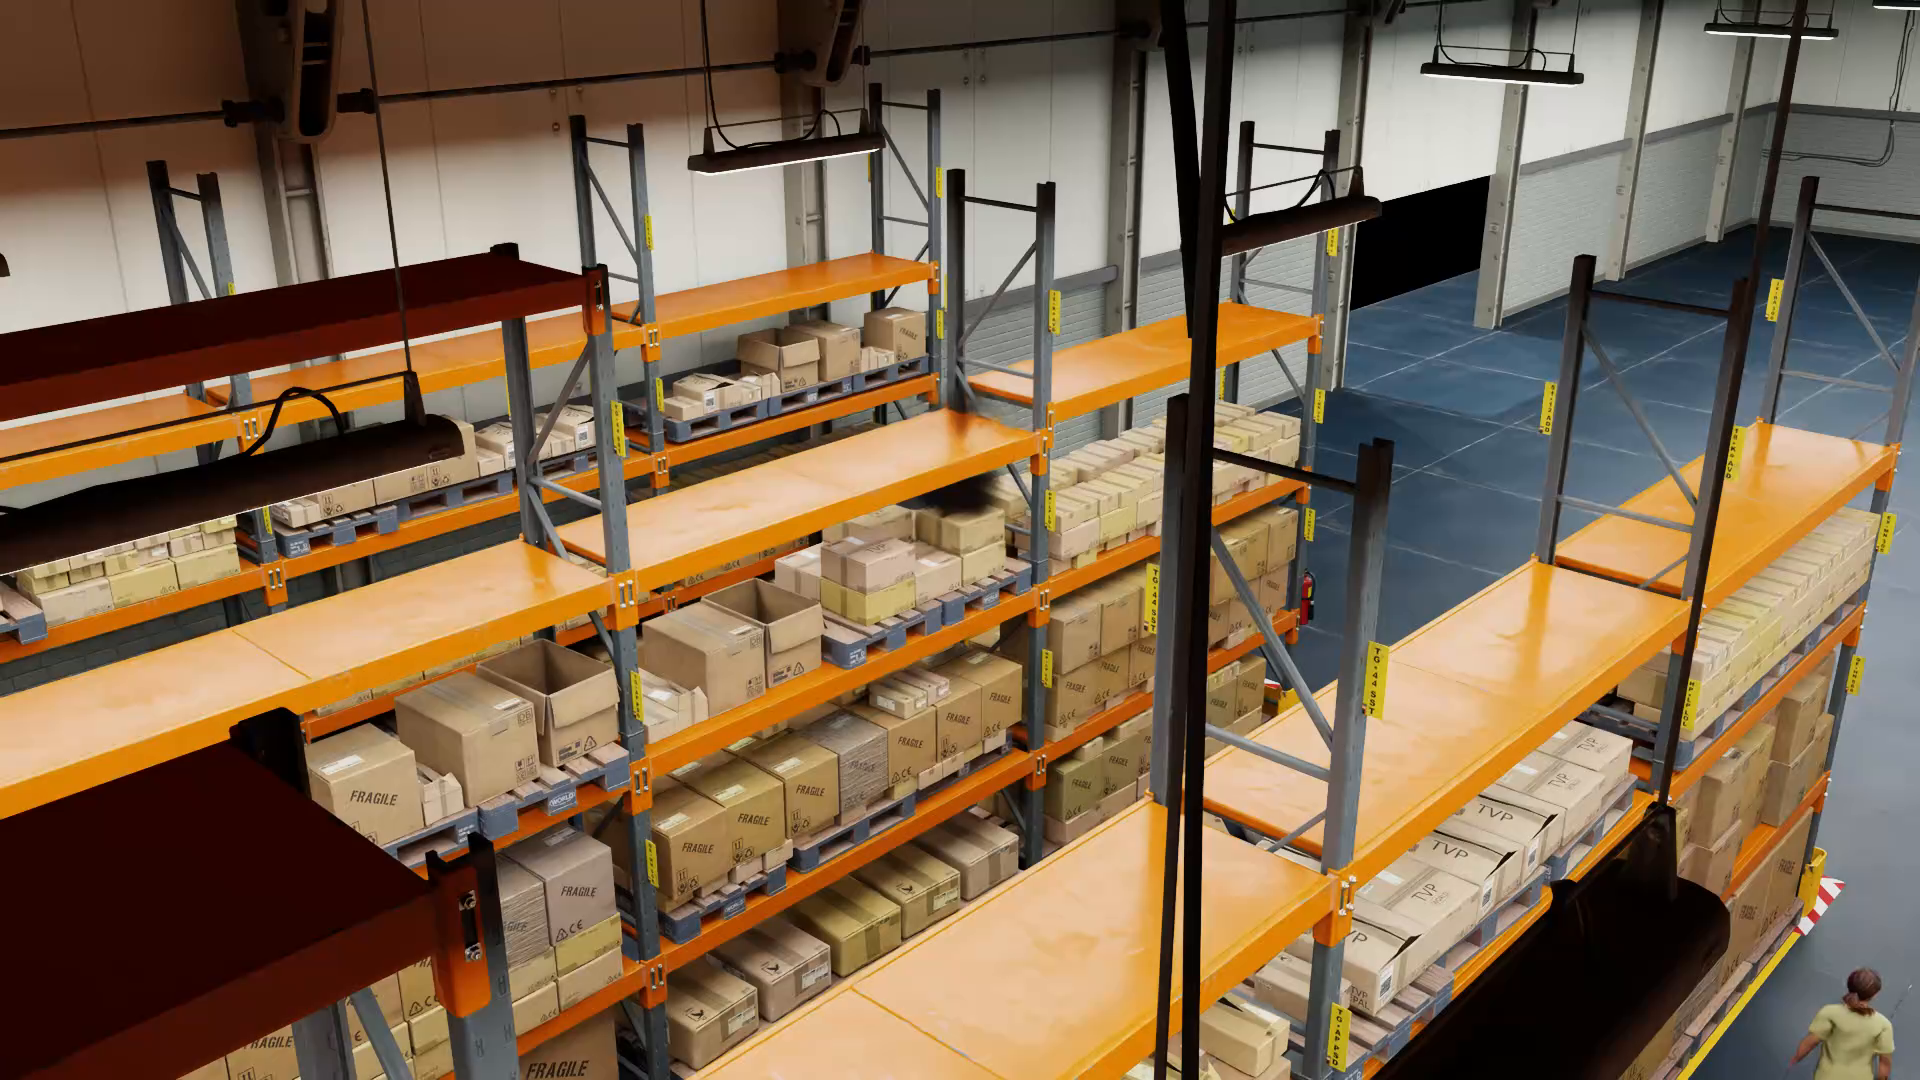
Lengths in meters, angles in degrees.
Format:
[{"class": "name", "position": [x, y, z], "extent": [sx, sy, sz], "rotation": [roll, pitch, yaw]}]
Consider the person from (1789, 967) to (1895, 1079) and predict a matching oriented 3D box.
[{"class": "person", "position": [5.642, 3.520, 10.701], "extent": [0.542, 1.645, 0.587], "rotation": [3, 21, 8]}]
